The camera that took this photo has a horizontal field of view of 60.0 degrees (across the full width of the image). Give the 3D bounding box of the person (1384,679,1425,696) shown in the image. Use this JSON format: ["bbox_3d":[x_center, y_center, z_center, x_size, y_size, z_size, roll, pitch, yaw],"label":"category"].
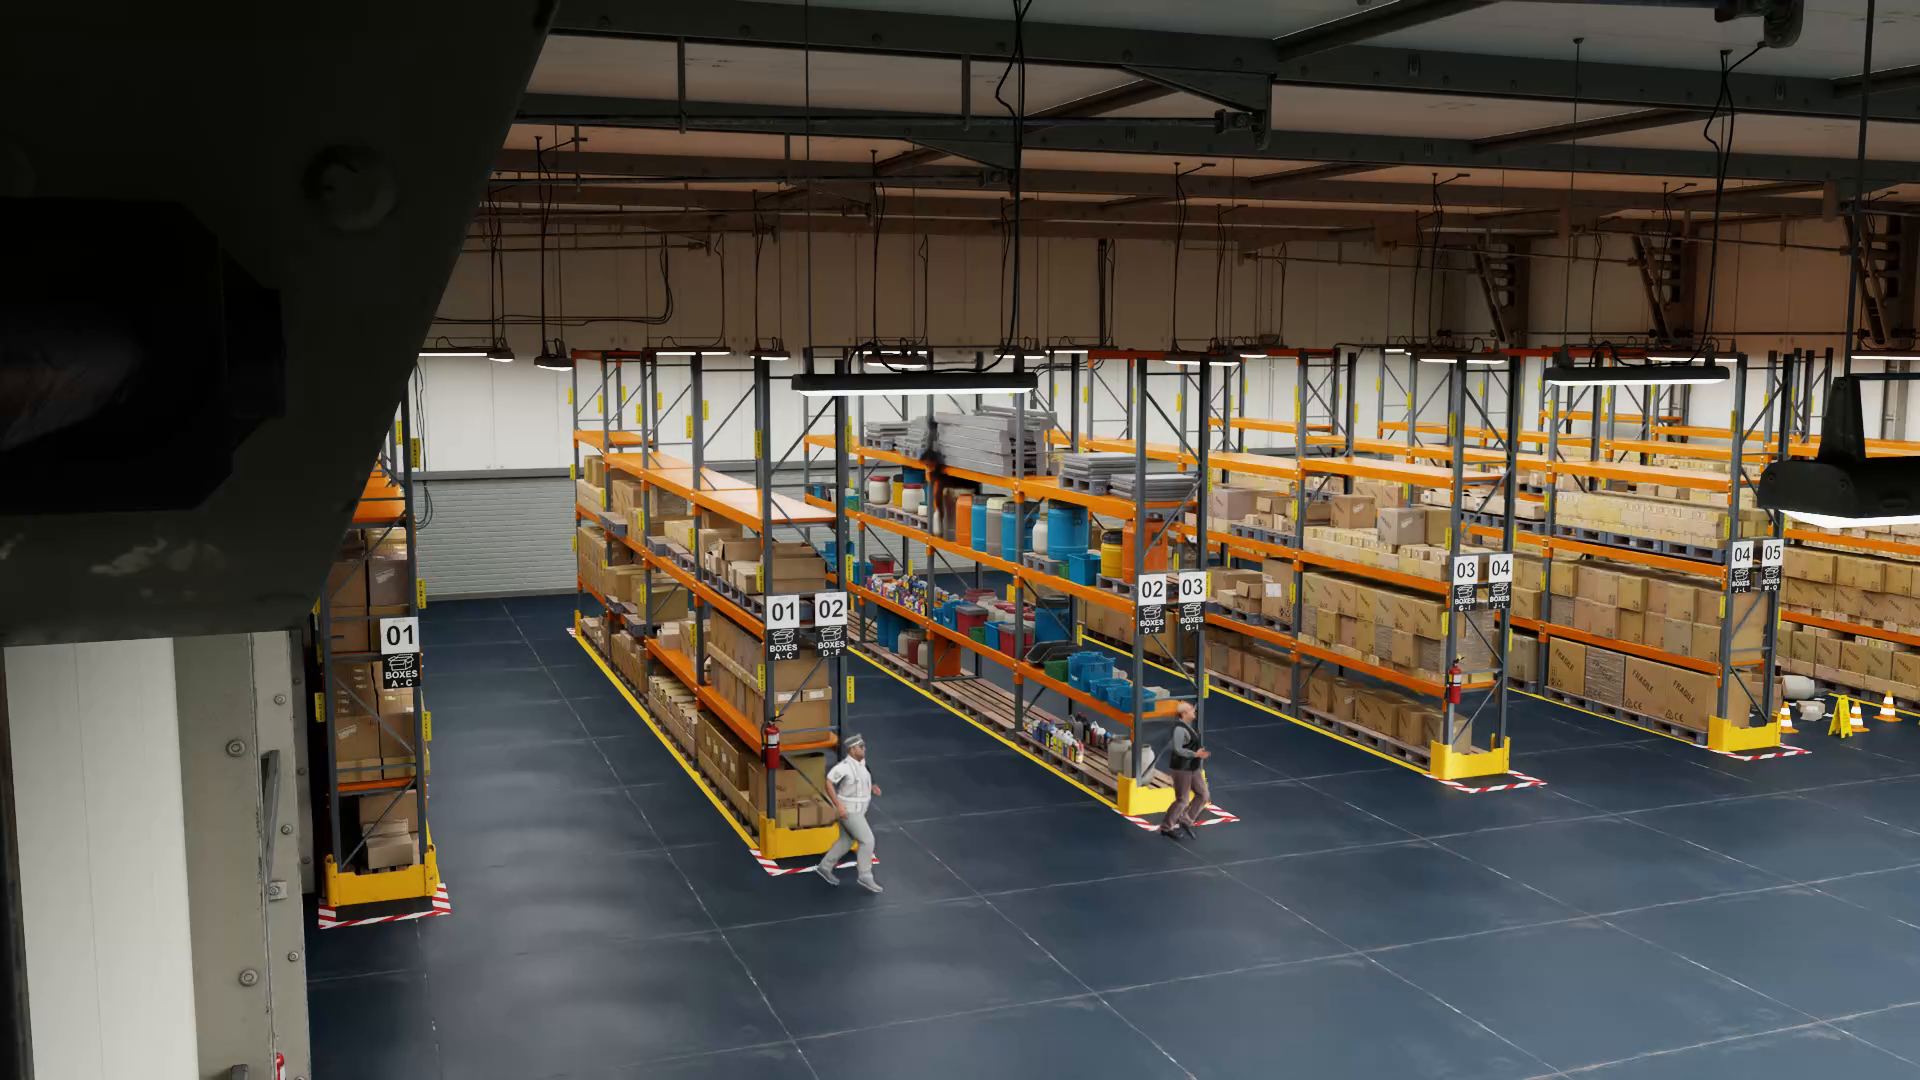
[{"bbox_3d":[7.878,1.810,29.424,0.725,1.753,1.012,-5,9,-34],"label":"person"}]

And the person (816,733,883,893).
[{"bbox_3d":[-1.247,3.086,19.017,0.825,1.804,0.651,1,7,11],"label":"person"}]

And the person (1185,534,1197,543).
[{"bbox_3d":[5.824,0.329,41.296,0.649,1.754,0.689,-7,10,-44],"label":"person"}]

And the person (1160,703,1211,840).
[{"bbox_3d":[2.851,2.904,20.843,0.628,1.746,0.674,3,8,21],"label":"person"}]
